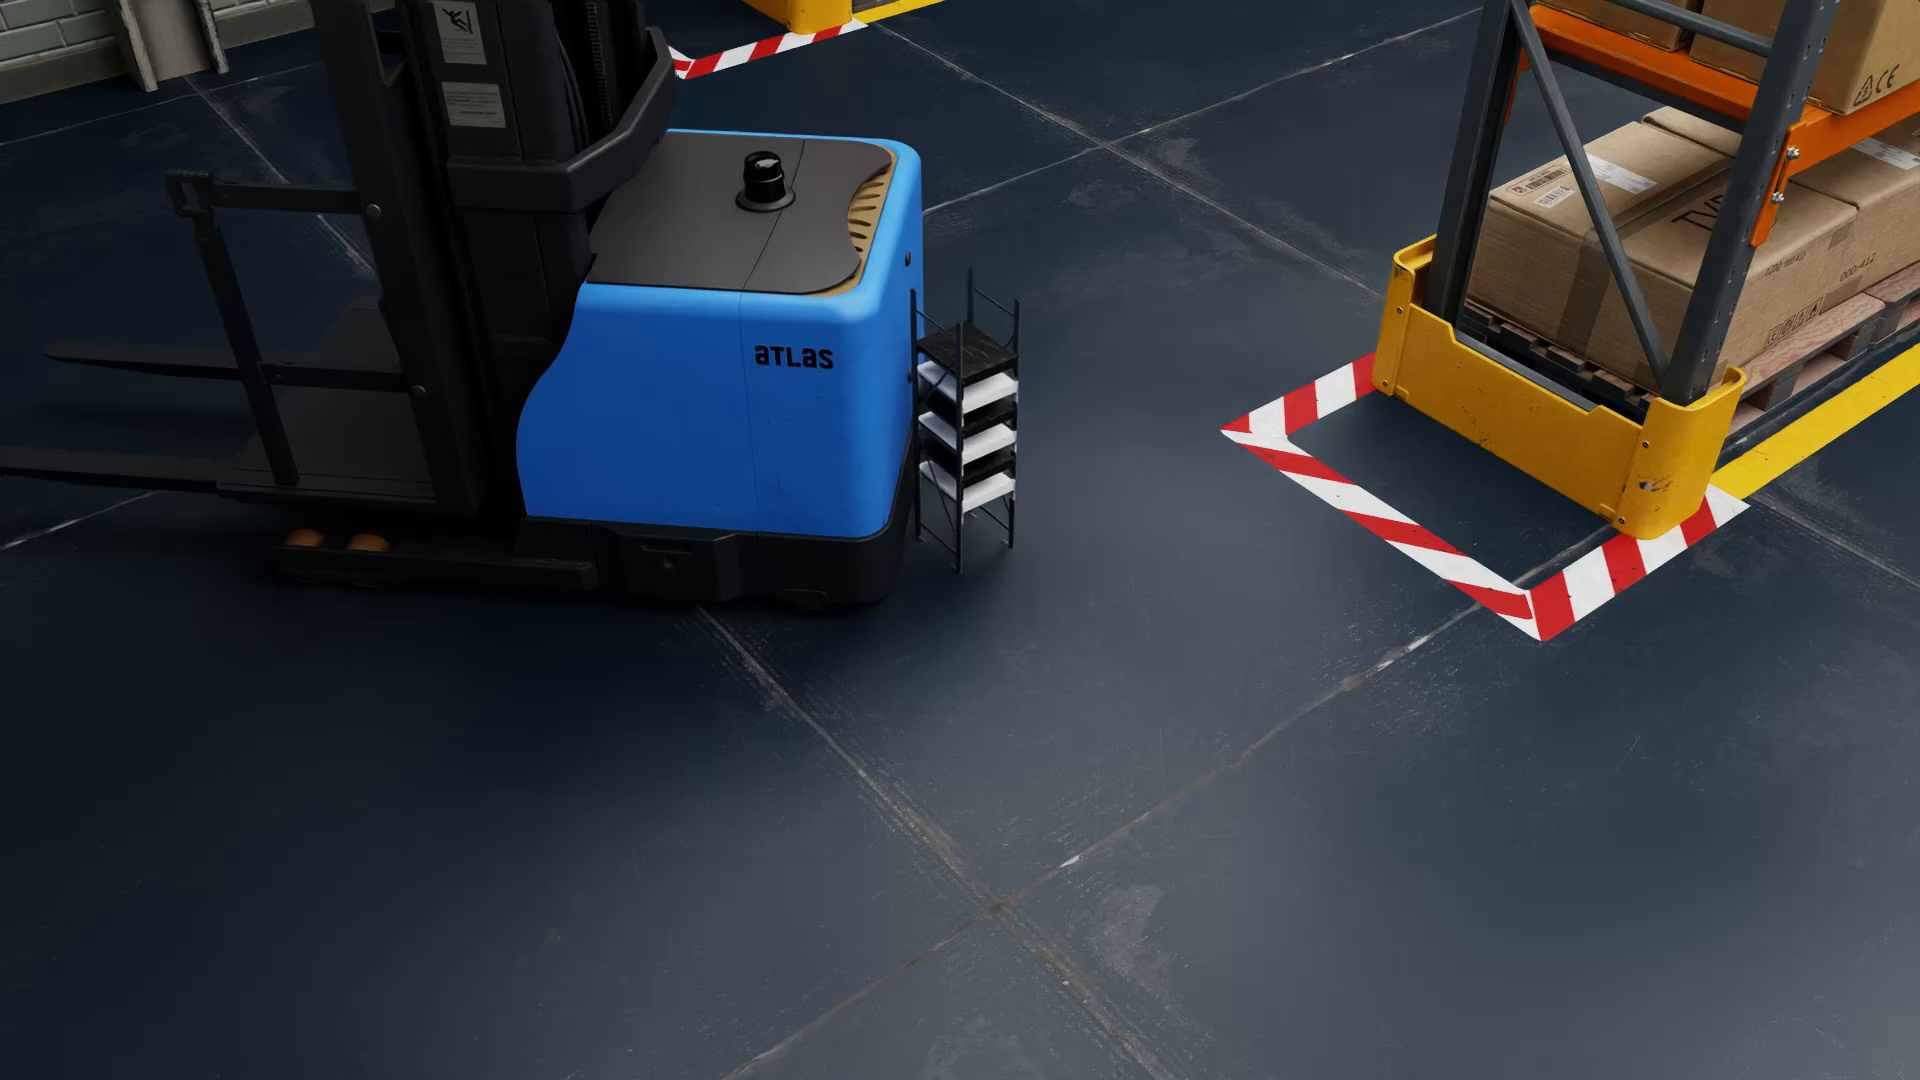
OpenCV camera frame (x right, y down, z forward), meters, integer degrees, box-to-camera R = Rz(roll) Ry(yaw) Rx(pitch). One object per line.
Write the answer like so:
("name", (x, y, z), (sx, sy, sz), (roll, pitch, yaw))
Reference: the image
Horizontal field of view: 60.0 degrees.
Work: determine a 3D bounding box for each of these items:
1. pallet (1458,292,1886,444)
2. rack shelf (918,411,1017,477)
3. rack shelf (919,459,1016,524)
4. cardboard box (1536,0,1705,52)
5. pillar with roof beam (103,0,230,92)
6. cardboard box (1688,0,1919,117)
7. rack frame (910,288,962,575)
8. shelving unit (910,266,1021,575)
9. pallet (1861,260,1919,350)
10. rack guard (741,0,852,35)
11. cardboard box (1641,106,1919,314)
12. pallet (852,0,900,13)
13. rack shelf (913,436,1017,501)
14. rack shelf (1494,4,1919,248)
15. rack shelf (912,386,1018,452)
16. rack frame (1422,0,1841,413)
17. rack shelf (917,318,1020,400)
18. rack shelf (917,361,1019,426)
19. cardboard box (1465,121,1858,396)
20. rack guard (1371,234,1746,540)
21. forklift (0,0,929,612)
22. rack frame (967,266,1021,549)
("pallet", (2.538, -0.781, 6.036), (1.213, 0.211, 1.003), (-26, 46, -28))
("rack shelf", (0.014, -0.316, 4.979), (0.200, 0.077, 0.258), (-25, 46, -27))
("rack shelf", (0.014, -0.177, 5.093), (0.200, 0.077, 0.258), (-25, 46, -27))
("cardboard box", (2.173, -1.869, 5.085), (0.500, 0.500, 0.500), (-26, 46, -28))
("pillar with roof beam", (-1.139, -3.572, 2.509), (0.400, 9.000, 9.100), (-26, 46, -28))
("cardboard box", (2.508, -1.591, 4.745), (0.500, 0.500, 0.500), (-26, 46, -28))
("rack frame", (-0.068, -0.304, 4.911), (0.006, 0.900, 0.240), (-25, 46, -27))
("shelving unit", (0.014, -0.342, 4.957), (0.210, 0.900, 0.258), (-25, 46, -27))
("pallet", (3.505, -1.250, 6.608), (1.213, 0.211, 1.003), (-26, 46, -28))
("rack guard", (-1.015, -3.069, 8.597), (0.348, 0.500, 1.175), (-26, 46, -28))
("cardboard box", (3.135, -1.346, 6.215), (0.875, 0.438, 0.875), (-25, 45, -27))
("pallet", (-0.384, -3.266, 9.065), (1.213, 0.211, 1.003), (-26, 46, -28))
("rack shelf", (0.014, -0.247, 5.036), (0.200, 0.077, 0.258), (-25, 46, -27))
("rack shelf", (3.538, -2.006, 5.897), (4.000, 0.370, 1.077), (-26, 46, -28))
("rack shelf", (0.014, -0.386, 4.922), (0.200, 0.077, 0.258), (-25, 46, -27))
("rack frame", (1.952, -1.511, 4.727), (0.127, 3.000, 1.000), (-26, 46, -28))
("rack shelf", (0.014, -0.525, 4.807), (0.200, 0.077, 0.258), (-25, 46, -27))
("rack shelf", (0.014, -0.455, 4.864), (0.200, 0.077, 0.258), (-25, 46, -27))
("cardboard box", (2.415, -0.988, 5.779), (0.875, 0.438, 0.875), (-28, 47, -29))
("rack guard", (1.933, -0.535, 5.509), (0.348, 0.500, 1.175), (-26, 46, -28))
("forklift", (-1.657, -1.317, 4.545), (3.031, 2.935, 1.130), (4, 40, 5))
("rack frame", (0.096, -0.380, 5.004), (0.006, 0.900, 0.240), (-25, 46, -27))
